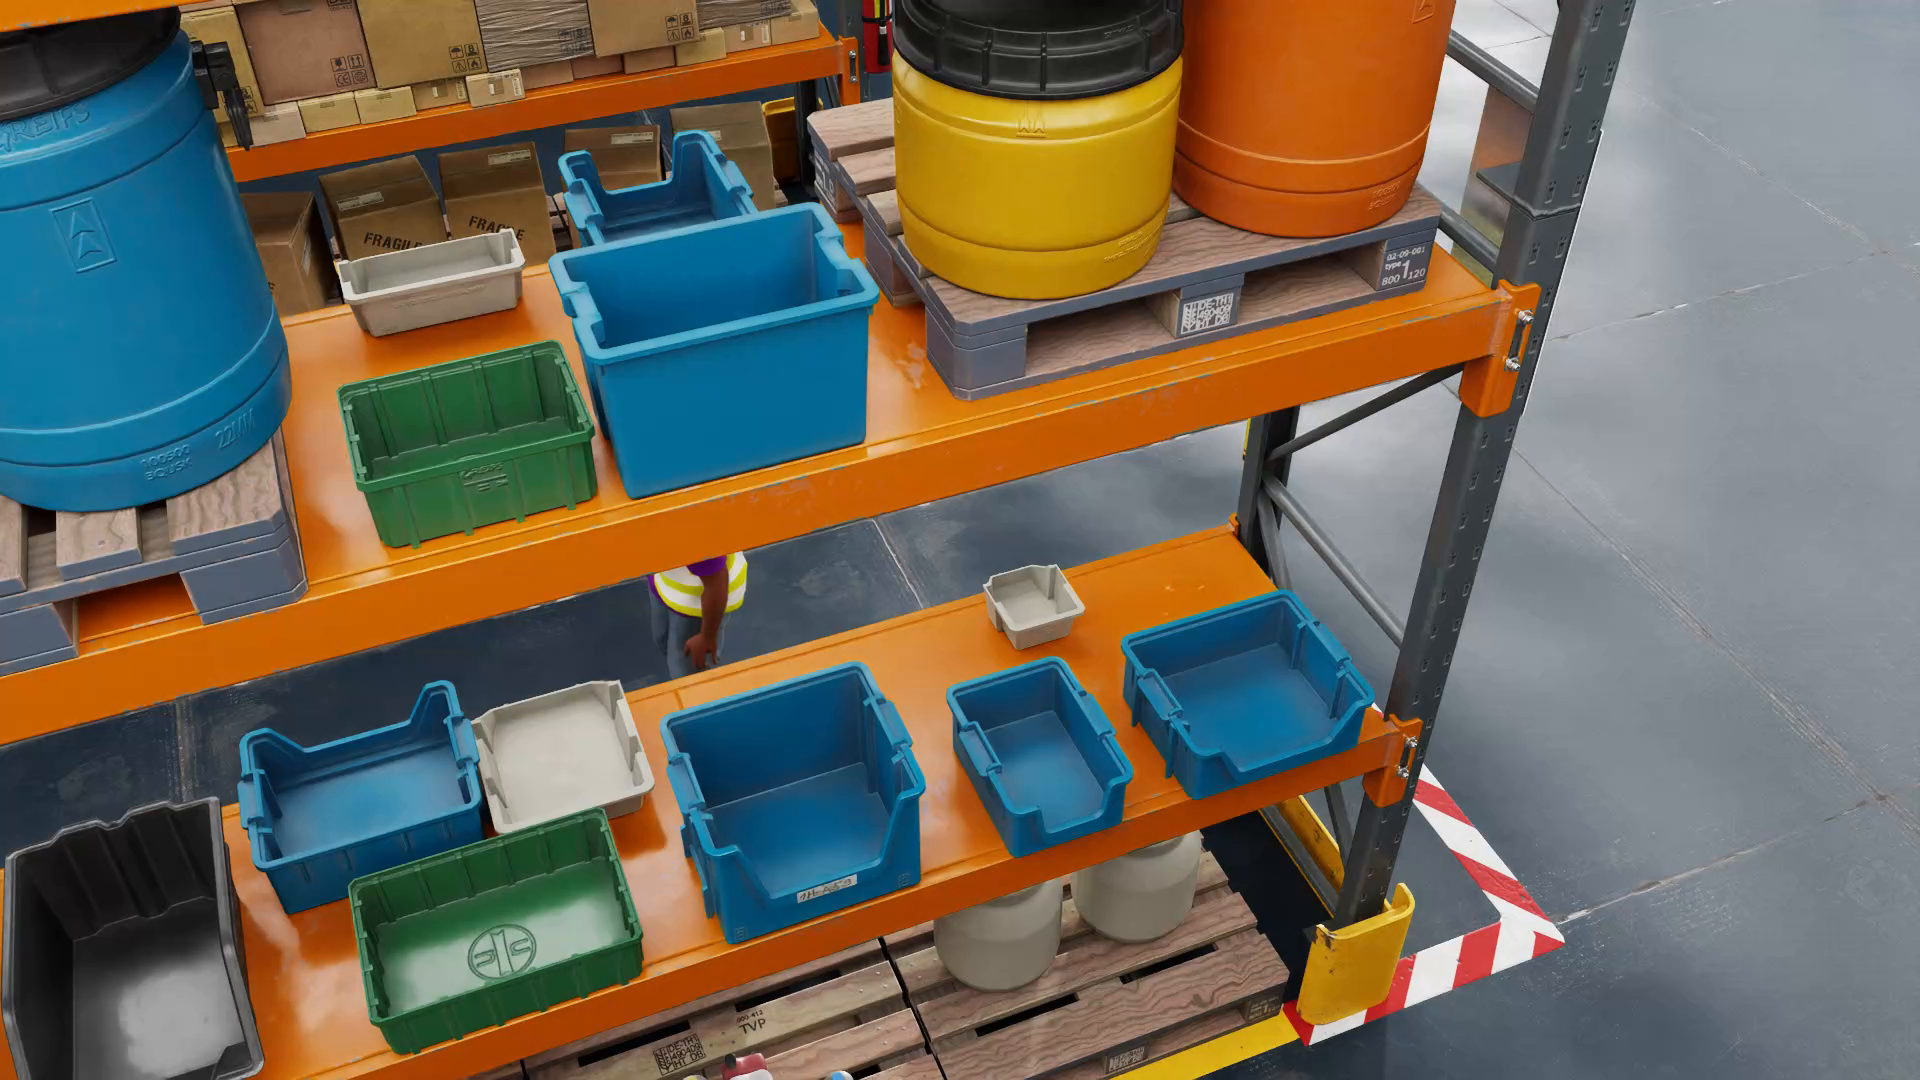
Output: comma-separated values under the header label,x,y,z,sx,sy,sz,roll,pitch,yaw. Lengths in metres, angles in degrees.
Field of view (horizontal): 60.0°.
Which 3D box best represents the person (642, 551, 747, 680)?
label,x,y,z,sx,sy,sz,roll,pitch,yaw
person,-1.004,0.170,5.954,0.461,1.759,0.629,-18,44,-19
